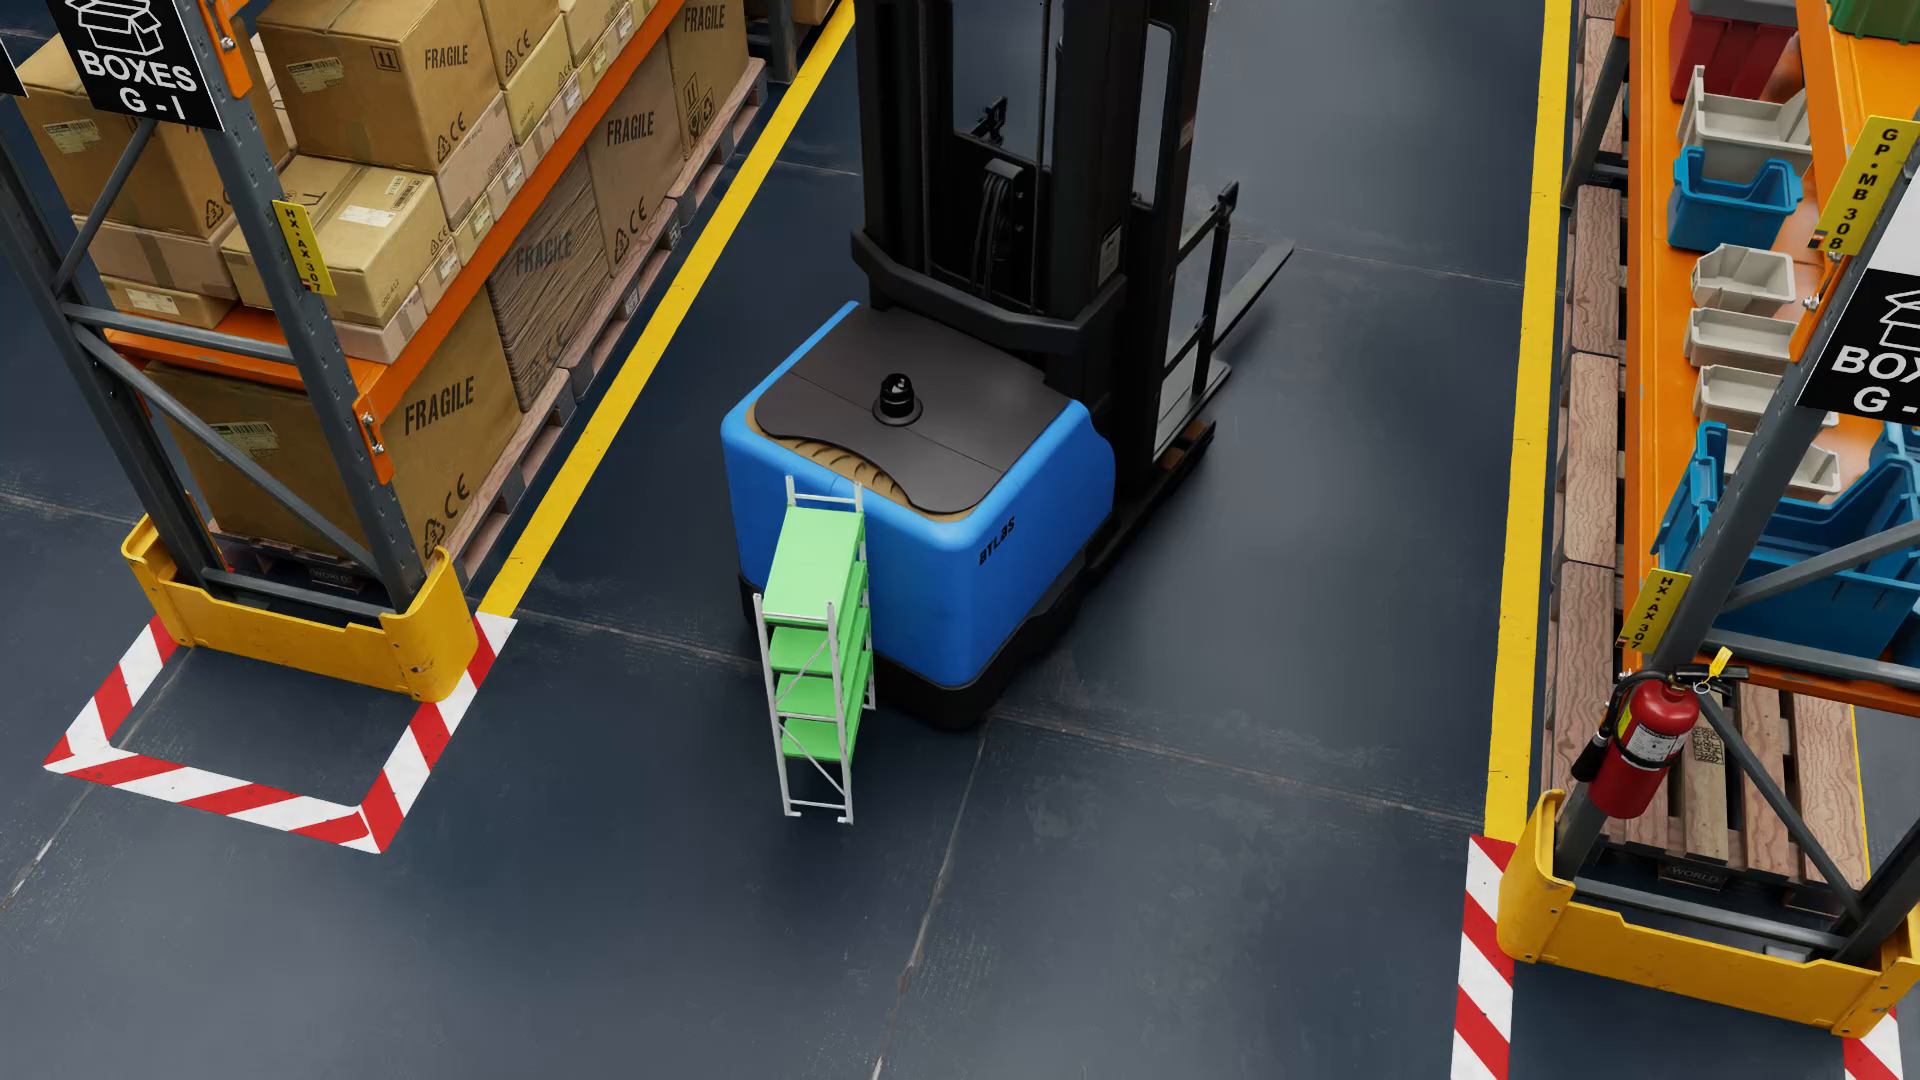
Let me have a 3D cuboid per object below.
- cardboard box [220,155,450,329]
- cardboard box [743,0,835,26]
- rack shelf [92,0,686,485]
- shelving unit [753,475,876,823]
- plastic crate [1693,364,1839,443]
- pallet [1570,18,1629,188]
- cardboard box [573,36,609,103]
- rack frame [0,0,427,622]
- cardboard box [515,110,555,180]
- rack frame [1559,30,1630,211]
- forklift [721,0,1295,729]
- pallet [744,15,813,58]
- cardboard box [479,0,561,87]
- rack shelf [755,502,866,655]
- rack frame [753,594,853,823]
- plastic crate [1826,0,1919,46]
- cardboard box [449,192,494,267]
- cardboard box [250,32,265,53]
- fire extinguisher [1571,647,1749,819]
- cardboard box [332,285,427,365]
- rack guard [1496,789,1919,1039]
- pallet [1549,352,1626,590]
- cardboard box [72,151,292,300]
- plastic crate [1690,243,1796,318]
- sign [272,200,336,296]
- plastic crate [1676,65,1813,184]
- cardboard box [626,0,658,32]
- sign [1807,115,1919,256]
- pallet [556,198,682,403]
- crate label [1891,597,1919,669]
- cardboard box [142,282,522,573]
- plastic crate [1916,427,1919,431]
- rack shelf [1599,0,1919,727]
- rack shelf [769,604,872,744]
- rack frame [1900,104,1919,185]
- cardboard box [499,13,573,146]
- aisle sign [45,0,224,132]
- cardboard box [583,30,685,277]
[{"bbox_3d":[-2.028,-0.979,5.434,0.500,0.250,0.500,10,49,9],"label":"cardboard box"},{"bbox_3d":[-1.213,-3.432,8.834,1.225,0.875,0.875,12,50,10],"label":"cardboard box"},{"bbox_3d":[-1.889,-1.845,6.776,1.077,0.370,4.000,12,50,10],"label":"rack shelf"},{"bbox_3d":[-0.461,0.391,5.523,0.258,1.200,0.503,6,49,5],"label":"shelving unit"},{"bbox_3d":[2.493,-0.424,5.178,0.396,0.136,0.243,12,50,10],"label":"plastic crate"},{"bbox_3d":[3.659,-2.179,8.451,1.003,0.211,1.213,12,50,10],"label":"pallet"},{"bbox_3d":[-1.600,-1.857,6.475,0.380,0.149,0.250,10,49,9],"label":"cardboard box"},{"bbox_3d":[-2.415,-0.636,5.230,1.000,3.000,0.127,12,50,10],"label":"rack frame"},{"bbox_3d":[-1.735,-1.488,6.149,0.380,0.149,0.250,11,49,9],"label":"cardboard box"},{"bbox_3d":[3.416,-2.552,6.920,1.000,3.000,0.127,12,50,10],"label":"rack frame"},{"bbox_3d":[0.408,-1.374,5.927,1.130,2.935,3.031,26,54,21],"label":"forklift"},{"bbox_3d":[-1.232,-3.180,9.334,1.003,0.211,1.213,12,50,10],"label":"pallet"},{"bbox_3d":[-1.766,-1.964,5.803,0.500,0.500,0.500,10,49,9],"label":"cardboard box"},{"bbox_3d":[-0.461,0.116,5.211,0.258,0.148,0.480,6,49,5],"label":"rack shelf"},{"bbox_3d":[-0.492,0.573,5.363,0.240,1.200,0.015,6,49,5],"label":"rack frame"},{"bbox_3d":[2.347,-1.351,4.001,0.450,0.188,0.336,12,50,10],"label":"plastic crate"},{"bbox_3d":[-1.870,-1.116,5.820,0.380,0.149,0.250,11,49,9],"label":"cardboard box"},{"bbox_3d":[-2.276,-1.823,6.178,0.500,0.250,0.500,10,49,9],"label":"cardboard box"},{"bbox_3d":[1.885,0.510,4.519,0.296,0.674,0.183,12,50,10],"label":"fire extinguisher"},{"bbox_3d":[-2.003,-0.745,5.493,0.380,0.149,0.250,12,50,10],"label":"cardboard box"},{"bbox_3d":[2.369,1.188,5.286,1.175,0.500,0.348,12,50,10],"label":"rack guard"},{"bbox_3d":[2.941,-0.204,6.708,1.003,0.211,1.213,12,50,10],"label":"pallet"},{"bbox_3d":[-2.544,-1.088,5.530,0.500,0.250,0.500,11,49,9],"label":"cardboard box"},{"bbox_3d":[2.603,-0.848,5.552,0.298,0.136,0.250,12,50,10],"label":"plastic crate"},{"bbox_3d":[-1.881,-0.835,4.775,0.100,0.325,0.005,12,50,10],"label":"sign"},{"bbox_3d":[2.836,-1.464,6.000,0.437,0.282,0.530,12,50,10],"label":"plastic crate"},{"bbox_3d":[-1.464,-2.231,6.805,0.380,0.149,0.250,11,49,9],"label":"cardboard box"},{"bbox_3d":[1.828,-0.713,3.367,0.100,0.325,0.005,12,50,10],"label":"sign"},{"bbox_3d":[-1.957,-1.187,7.575,1.003,0.211,1.213,12,50,10],"label":"pallet"},{"bbox_3d":[2.746,0.263,4.507,0.416,0.233,0.303,12,50,10],"label":"crate label"},{"bbox_3d":[-2.324,-0.551,6.291,0.875,0.875,0.875,12,50,10],"label":"cardboard box"},{"bbox_3d":[3.089,-0.411,5.167,0.250,0.136,0.298,12,50,10],"label":"plastic crate"},{"bbox_3d":[2.890,-0.867,5.913,1.077,0.370,4.000,12,50,10],"label":"rack shelf"},{"bbox_3d":[-0.461,0.434,5.571,0.258,0.148,0.480,6,49,5],"label":"rack shelf"},{"bbox_3d":[2.363,-1.644,2.118,1.000,3.000,0.127,12,50,10],"label":"rack frame"},{"bbox_3d":[-1.762,-1.719,6.087,0.500,0.250,0.500,10,49,9],"label":"cardboard box"},{"bbox_3d":[-2.145,-1.385,4.157,0.394,0.787,0.004,12,50,10],"label":"aisle sign"},{"bbox_3d":[-1.850,-1.853,7.440,0.875,0.875,0.875,12,50,10],"label":"cardboard box"}]
